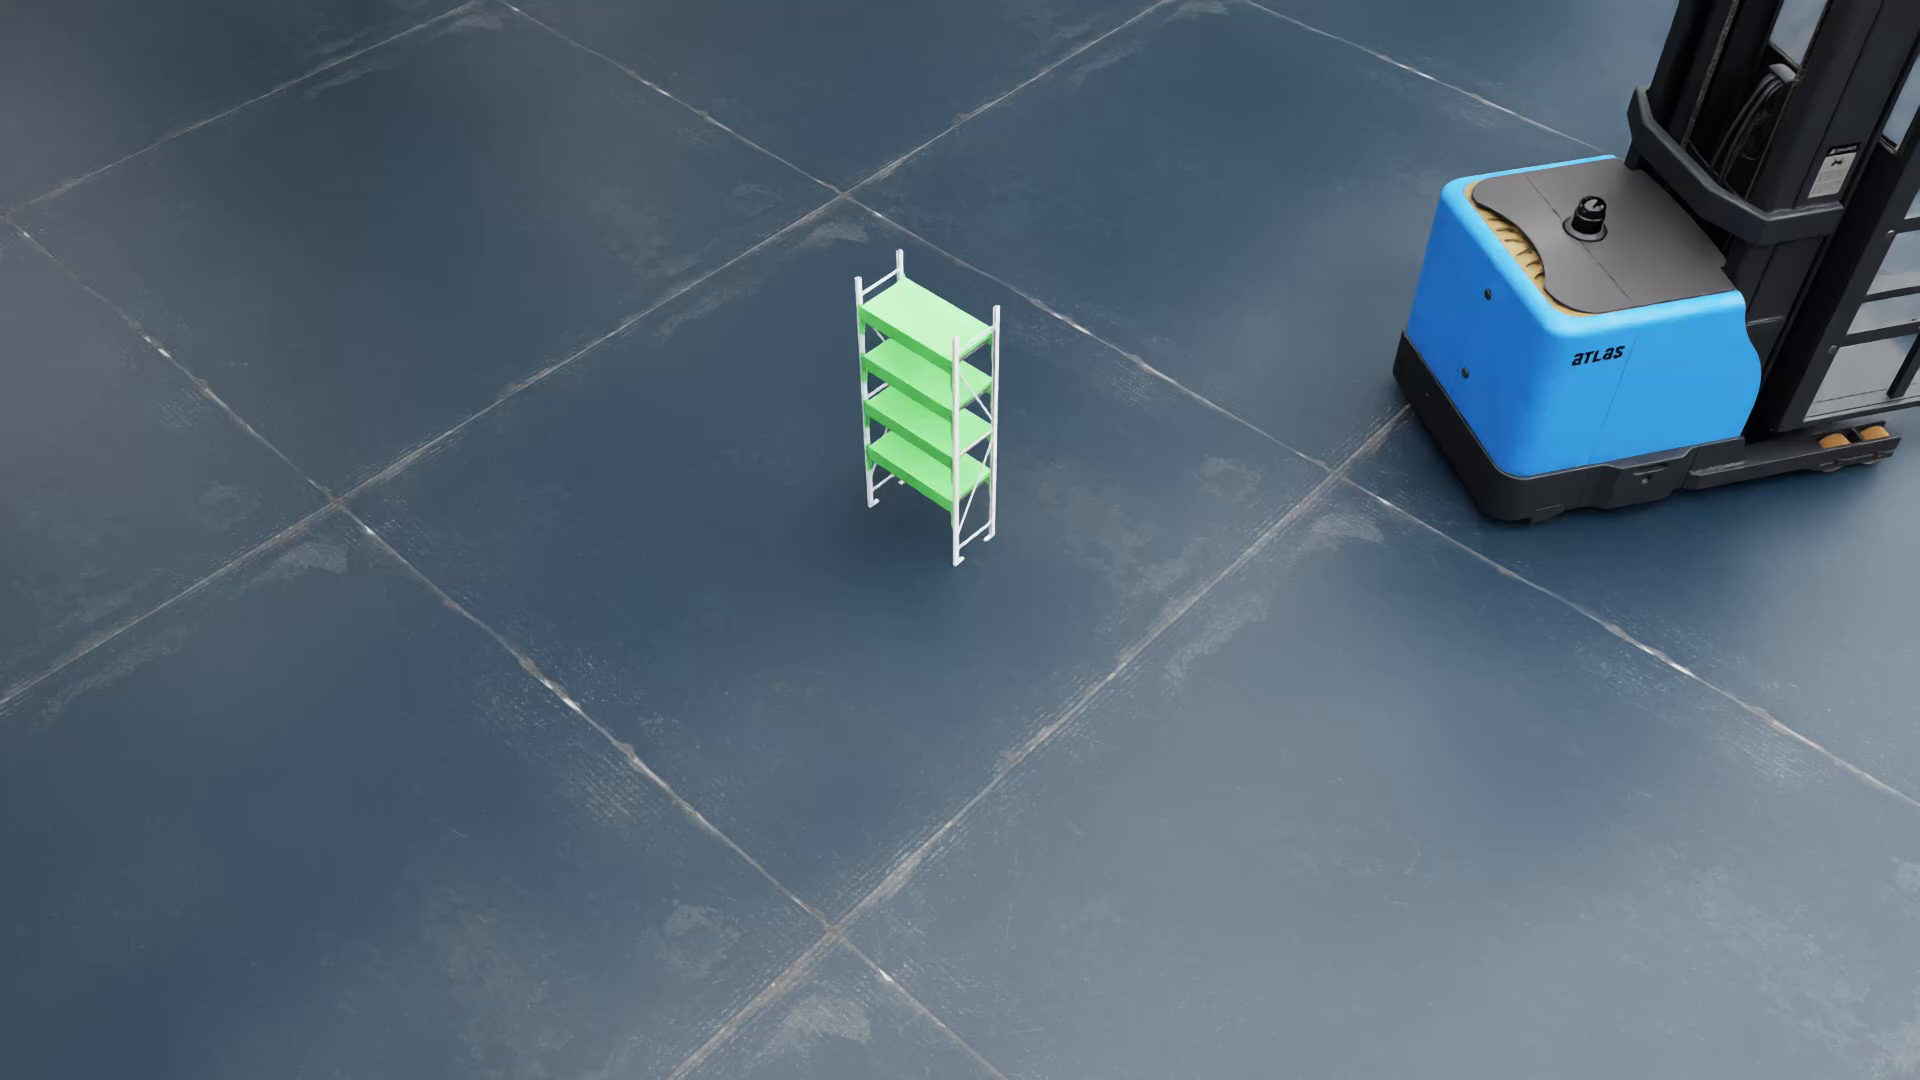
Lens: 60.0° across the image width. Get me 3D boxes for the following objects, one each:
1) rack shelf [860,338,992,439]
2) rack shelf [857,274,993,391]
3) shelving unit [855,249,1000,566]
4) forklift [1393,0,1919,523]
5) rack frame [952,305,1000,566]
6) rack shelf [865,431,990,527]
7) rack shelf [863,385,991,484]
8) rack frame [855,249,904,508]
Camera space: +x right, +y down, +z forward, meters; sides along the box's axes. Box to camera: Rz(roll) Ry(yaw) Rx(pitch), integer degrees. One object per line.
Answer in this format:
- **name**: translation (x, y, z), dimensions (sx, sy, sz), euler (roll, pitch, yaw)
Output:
- **rack shelf**: translation (-0.122, -0.613, 6.370), dimensions (0.480, 0.148, 0.258), euler (34, 55, 28)
- **rack shelf**: translation (-0.122, -0.777, 6.195), dimensions (0.480, 0.148, 0.258), euler (34, 55, 28)
- **shelving unit**: translation (-0.122, -0.493, 6.498), dimensions (0.503, 1.200, 0.258), euler (34, 55, 28)
- **forklift**: translation (3.517, -1.660, 6.407), dimensions (3.031, 2.935, 1.130), euler (-11, 48, -10)
- **rack frame**: translation (0.058, -0.372, 6.385), dimensions (0.015, 1.200, 0.240), euler (34, 55, 28)
- **rack shelf**: translation (-0.122, -0.285, 6.720), dimensions (0.480, 0.148, 0.258), euler (34, 55, 28)
- **rack shelf**: translation (-0.122, -0.449, 6.545), dimensions (0.480, 0.148, 0.258), euler (34, 55, 28)
- **rack frame**: translation (-0.301, -0.613, 6.611), dimensions (0.015, 1.200, 0.240), euler (34, 55, 28)
